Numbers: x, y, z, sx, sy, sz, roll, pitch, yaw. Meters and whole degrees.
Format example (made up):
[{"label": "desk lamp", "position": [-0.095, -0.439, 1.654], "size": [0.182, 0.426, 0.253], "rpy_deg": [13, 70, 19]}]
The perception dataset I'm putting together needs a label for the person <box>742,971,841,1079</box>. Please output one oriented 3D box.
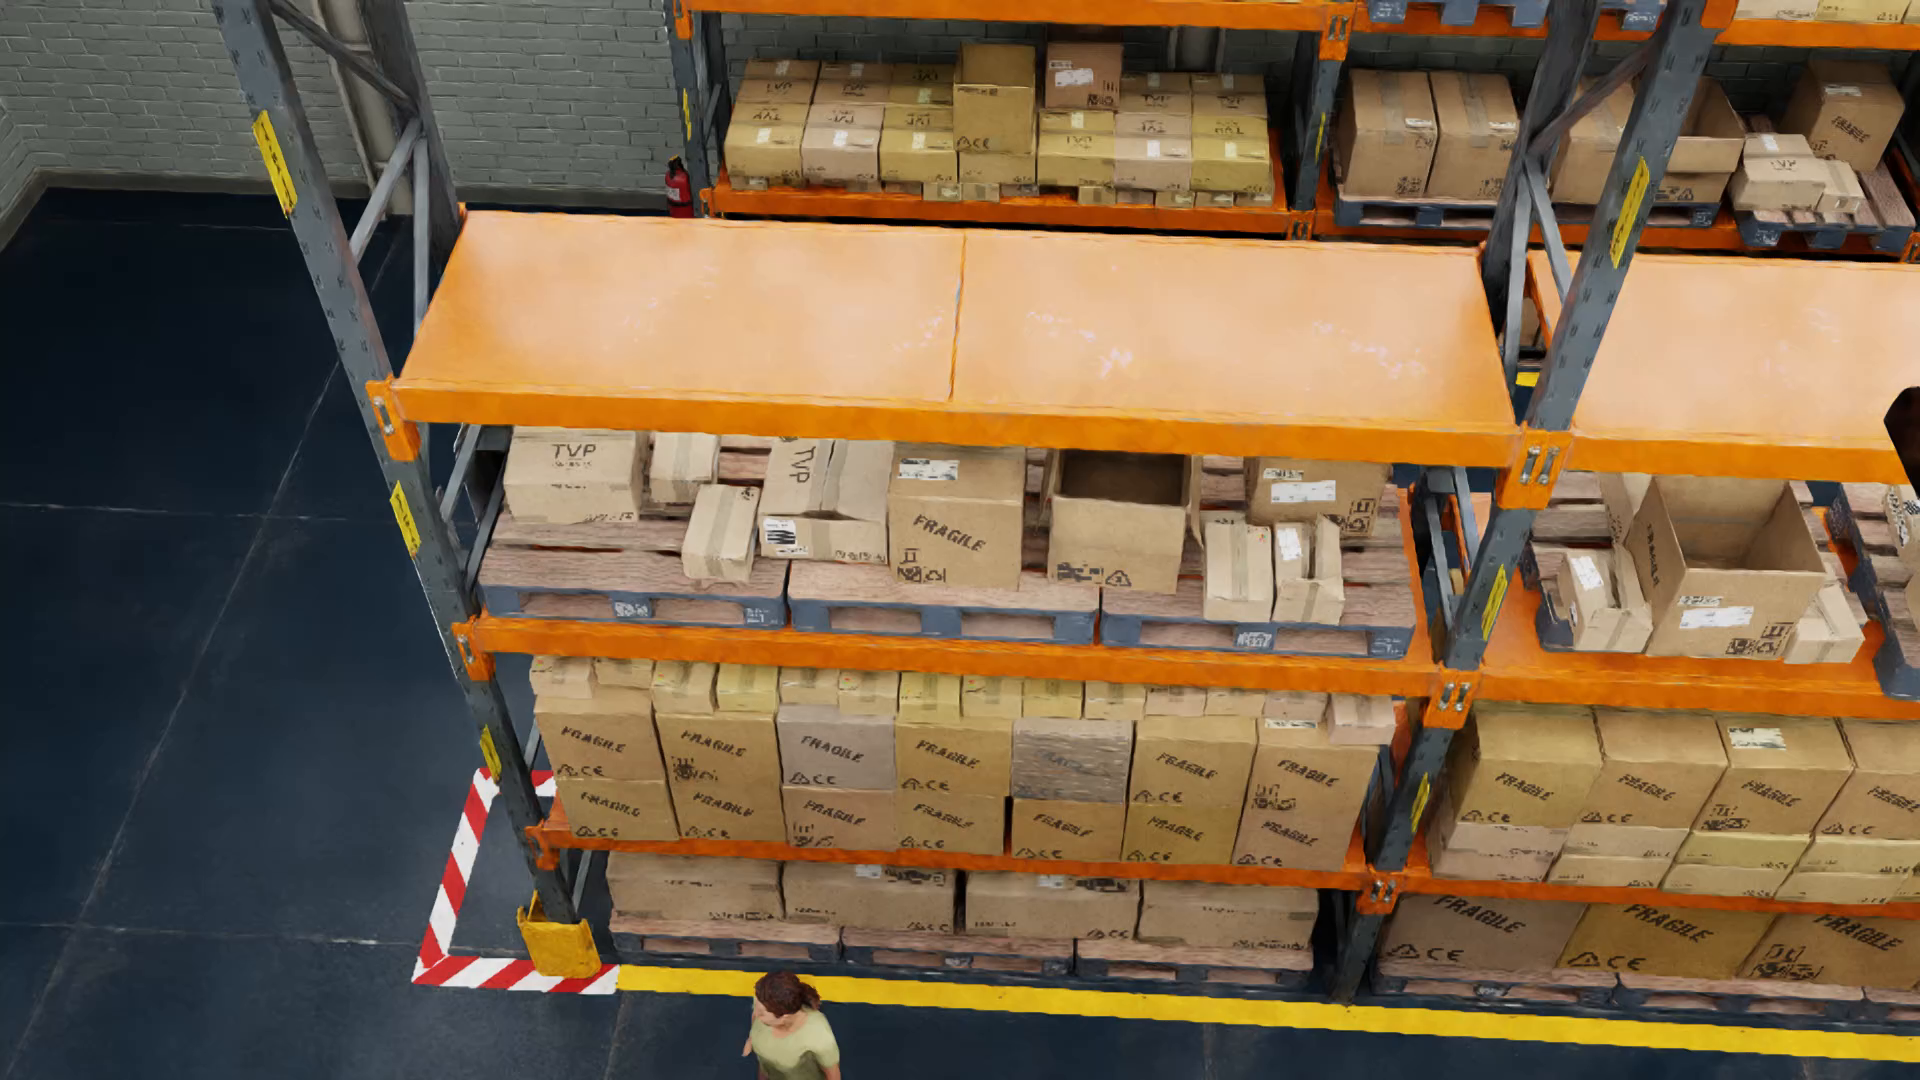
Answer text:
[{"label": "person", "position": [-0.761, 2.396, 7.430], "size": [0.556, 1.662, 0.577], "rpy_deg": [23, 52, 19]}]
